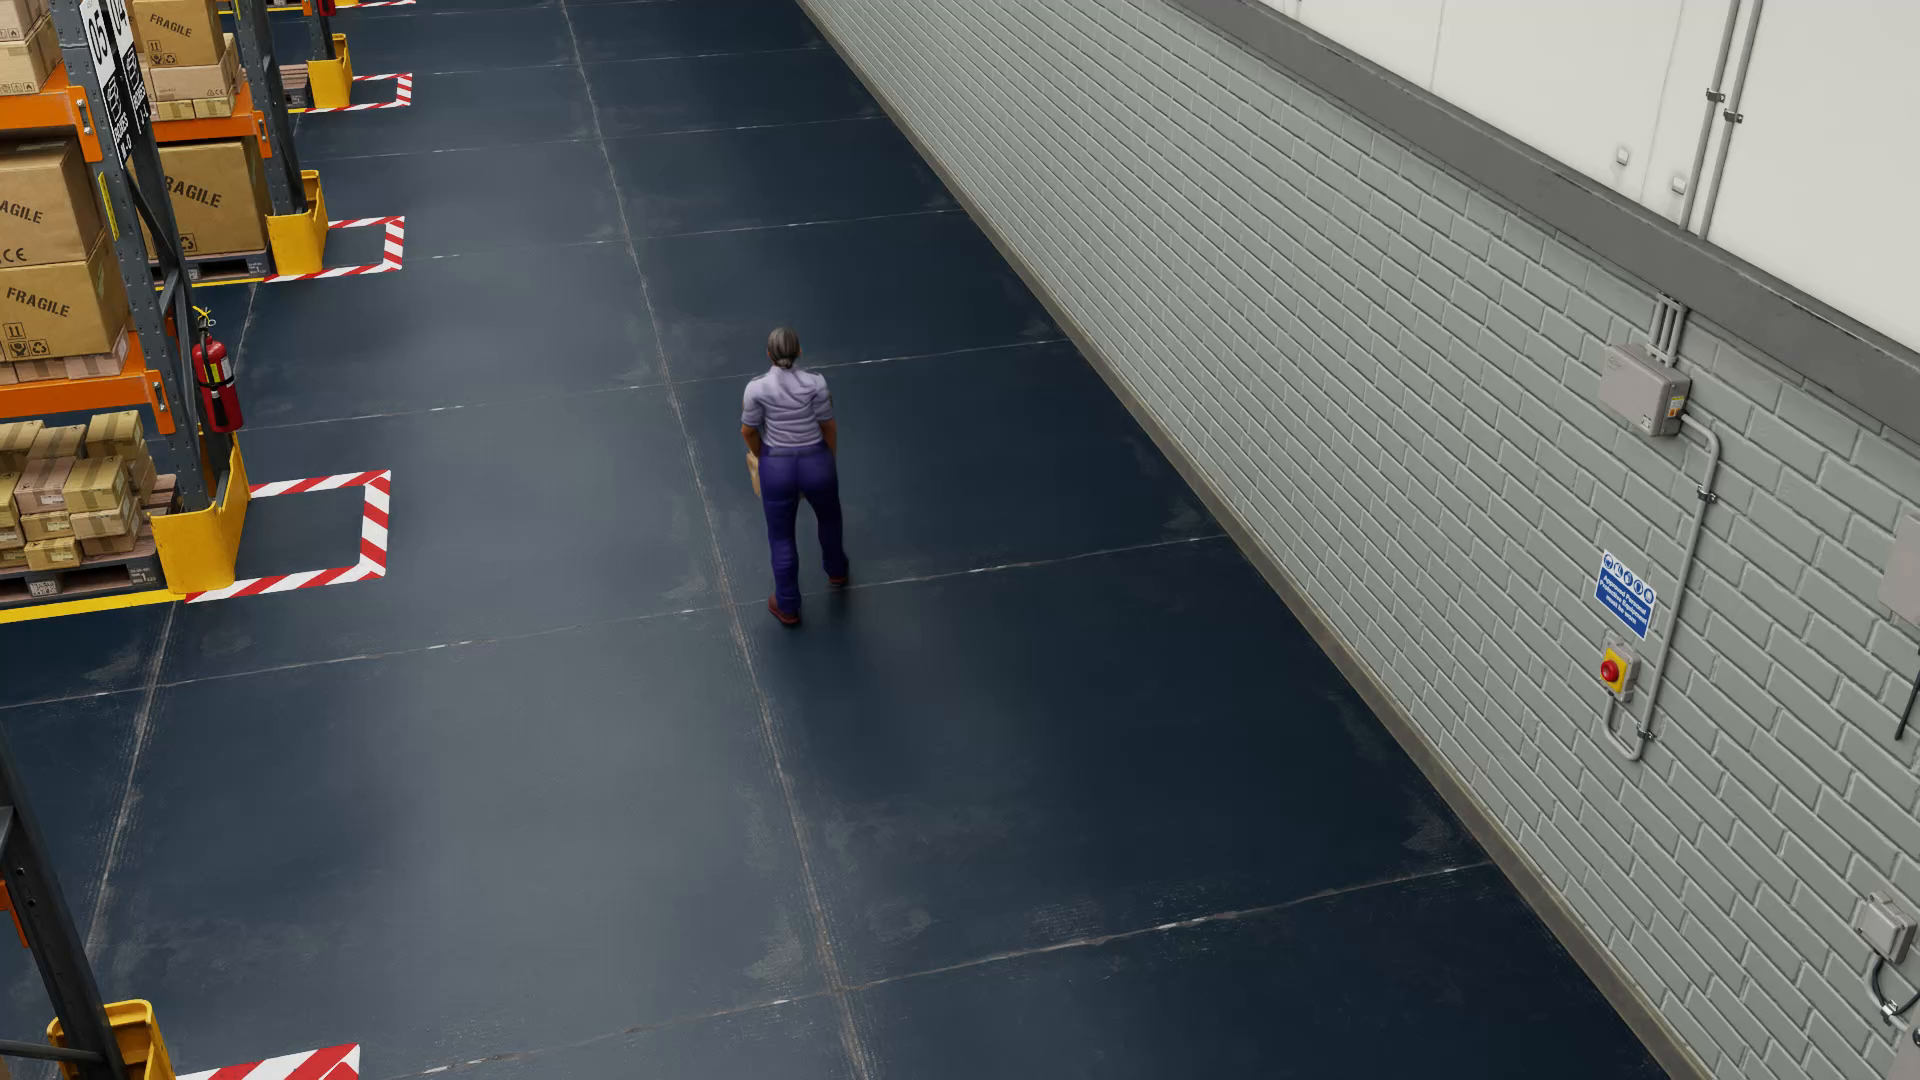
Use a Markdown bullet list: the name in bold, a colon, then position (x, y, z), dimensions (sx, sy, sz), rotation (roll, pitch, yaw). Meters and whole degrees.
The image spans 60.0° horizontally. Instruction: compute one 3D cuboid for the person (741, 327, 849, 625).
- **person**: position (-0.881, -0.400, 8.932), dimensions (0.552, 1.623, 0.668), rotation (-4, 31, -7)
